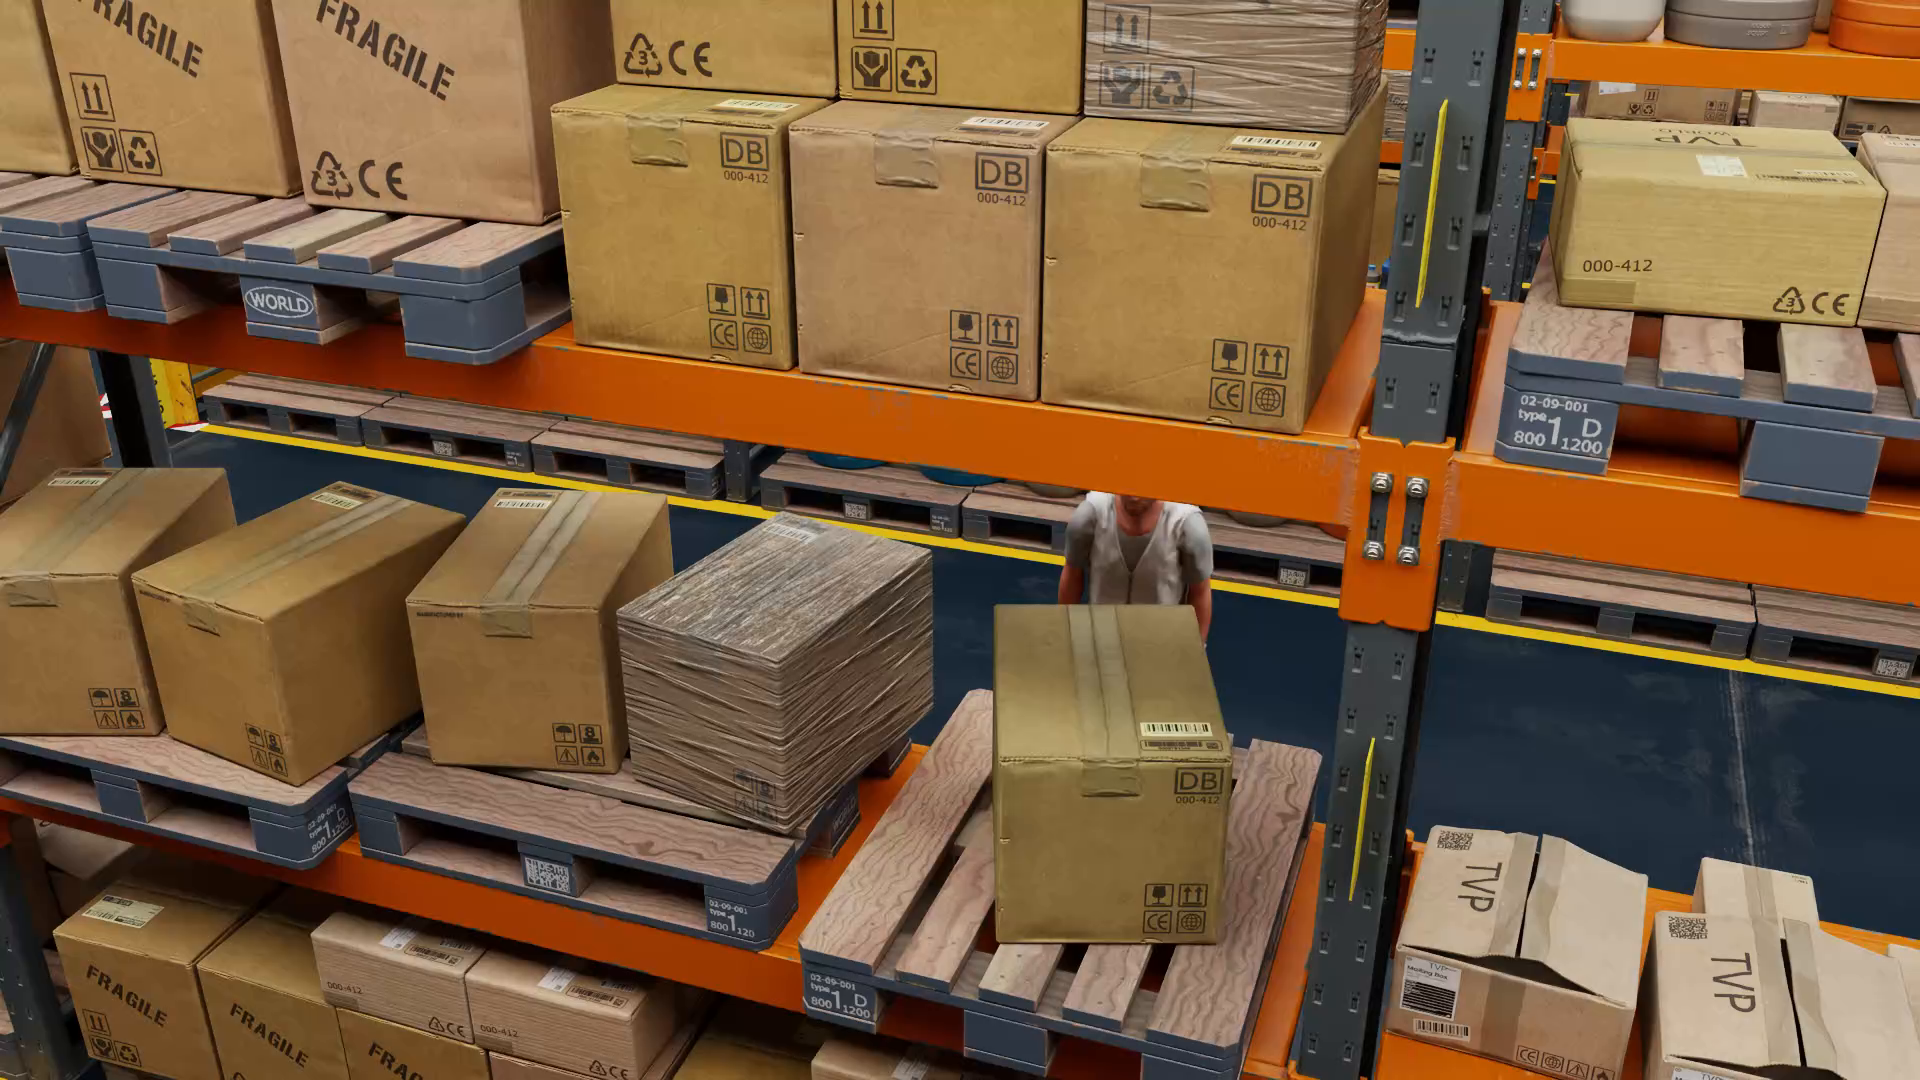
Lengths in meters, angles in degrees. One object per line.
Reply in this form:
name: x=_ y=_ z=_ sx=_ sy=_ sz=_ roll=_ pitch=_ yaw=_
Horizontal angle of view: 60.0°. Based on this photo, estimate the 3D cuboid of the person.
person: x=0.634 y=0.403 z=6.249 sx=0.608 sy=1.777 sz=0.454 roll=7 pitch=26 yaw=15
